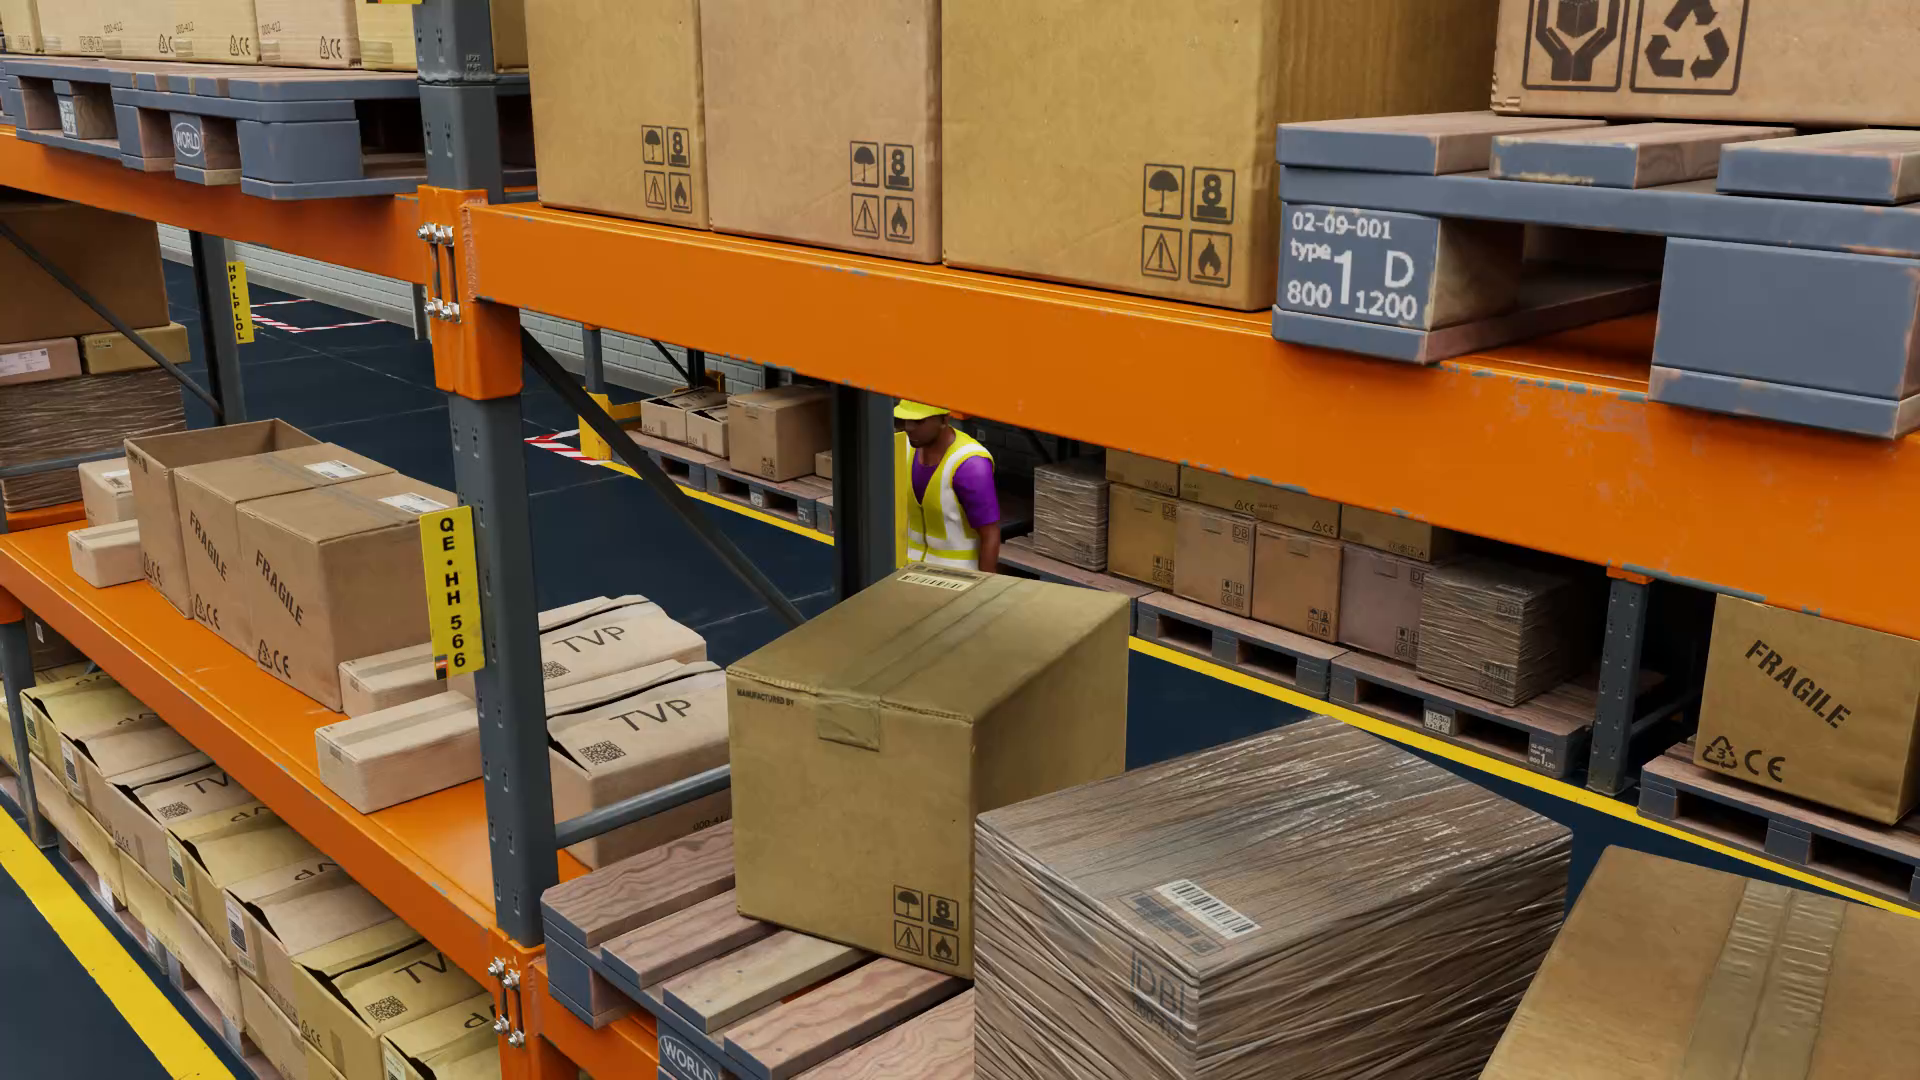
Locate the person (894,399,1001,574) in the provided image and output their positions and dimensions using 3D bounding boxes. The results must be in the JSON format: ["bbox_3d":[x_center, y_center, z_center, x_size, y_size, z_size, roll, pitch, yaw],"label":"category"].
[{"bbox_3d":[-0.098,0.157,7.007,0.458,1.761,0.626,-16,23,-41],"label":"person"}]
